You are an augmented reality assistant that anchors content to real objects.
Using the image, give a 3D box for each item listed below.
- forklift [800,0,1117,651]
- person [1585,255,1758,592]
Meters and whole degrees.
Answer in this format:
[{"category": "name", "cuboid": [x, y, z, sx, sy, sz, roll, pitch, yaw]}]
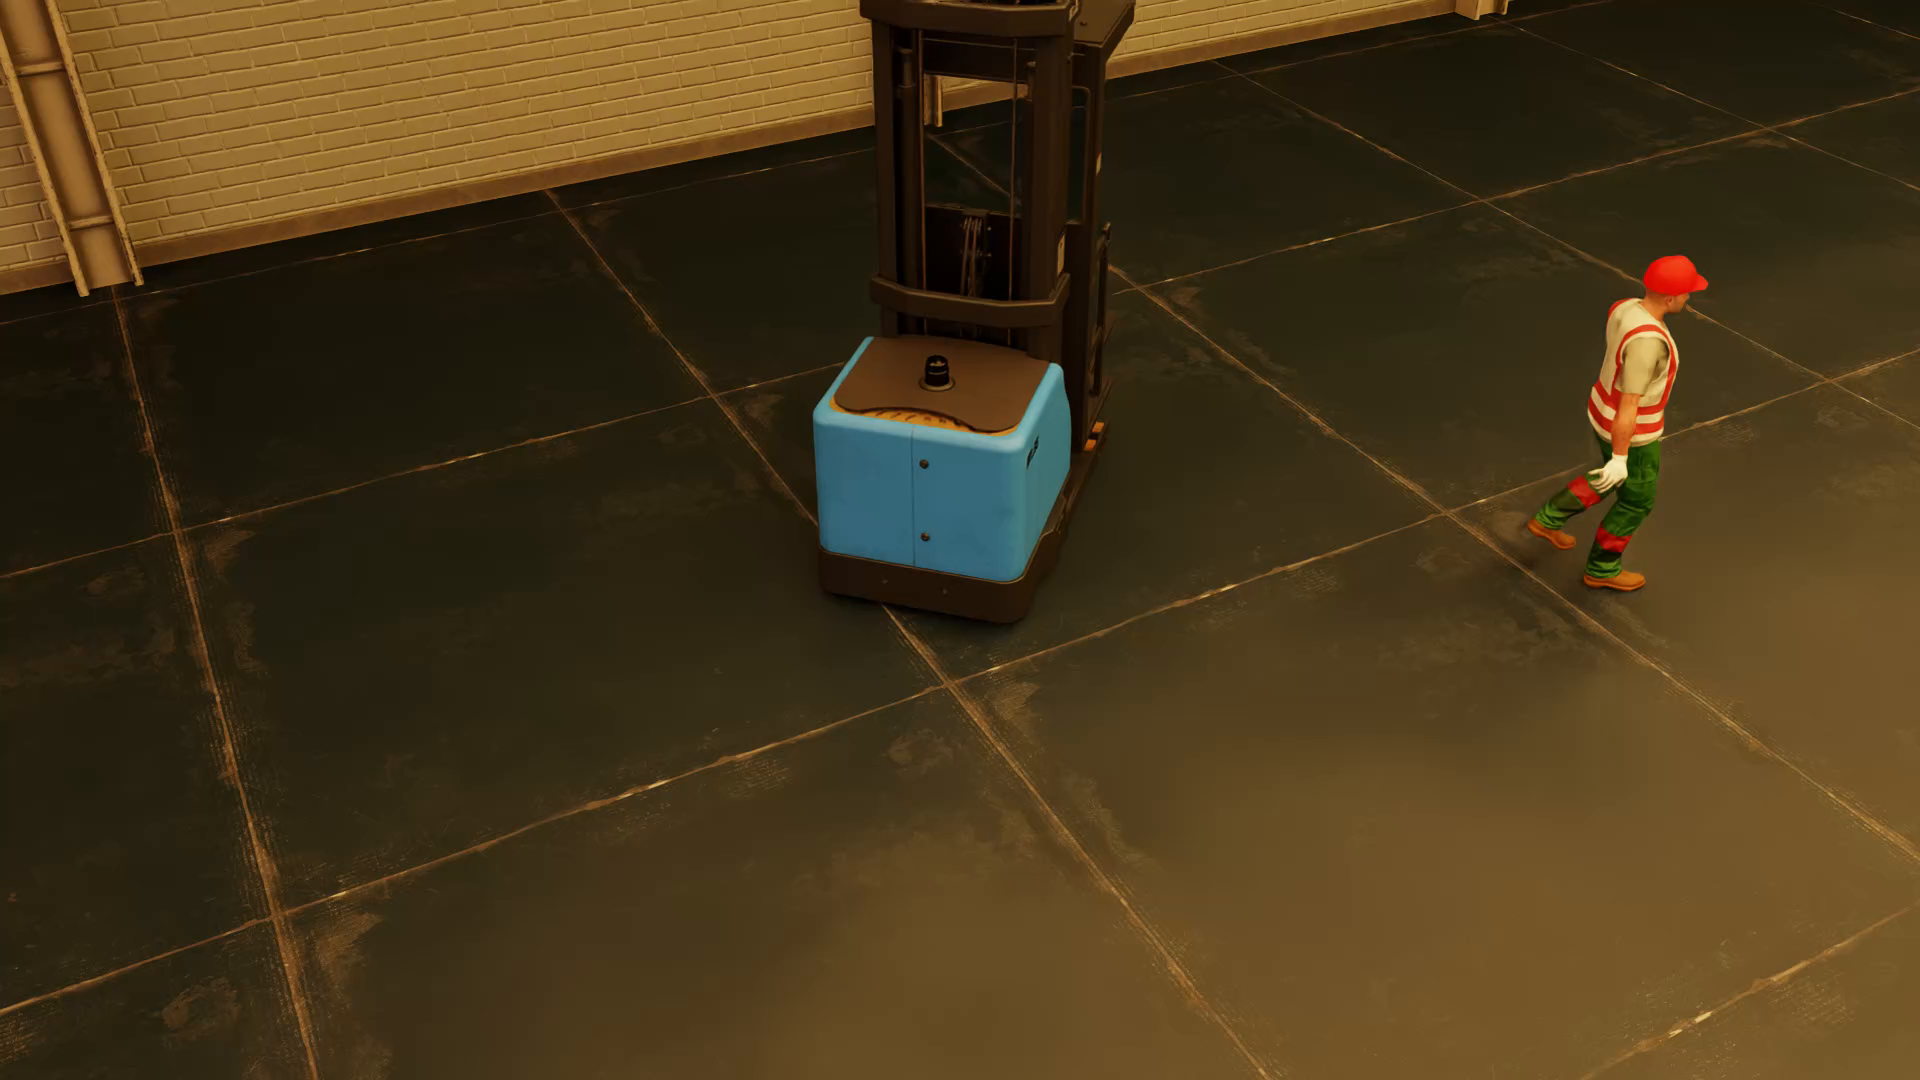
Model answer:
[{"category": "forklift", "cuboid": [0.119, -1.526, 8.282, 1.130, 2.935, 3.031, 8, 36, 11]}, {"category": "person", "cuboid": [3.422, -0.517, 7.906, 0.559, 1.816, 0.631, 4, 35, 6]}]
